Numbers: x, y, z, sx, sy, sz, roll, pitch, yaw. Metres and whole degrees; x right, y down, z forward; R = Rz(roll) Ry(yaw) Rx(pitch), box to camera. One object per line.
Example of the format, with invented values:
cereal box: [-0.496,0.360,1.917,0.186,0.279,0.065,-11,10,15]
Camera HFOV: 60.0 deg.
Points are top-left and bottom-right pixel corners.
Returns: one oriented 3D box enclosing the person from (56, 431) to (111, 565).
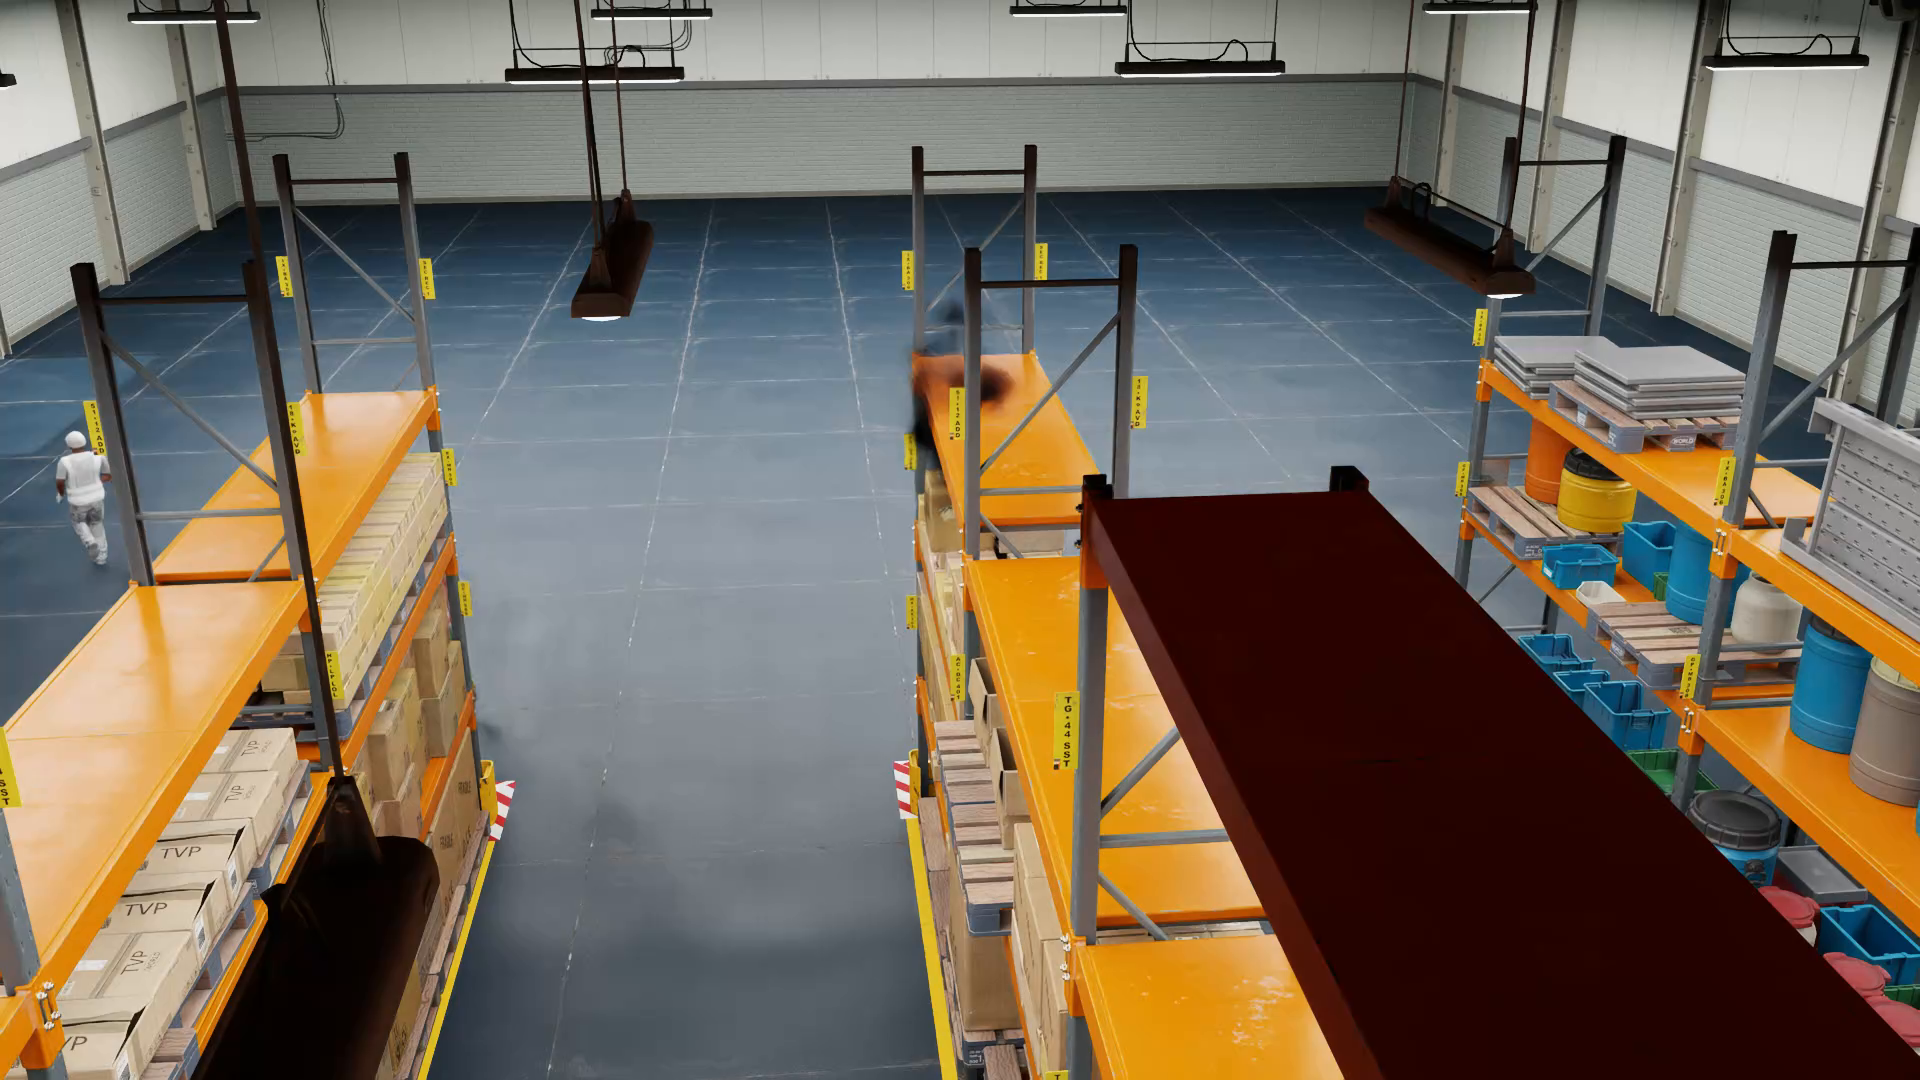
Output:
person: [-10.833,-0.520,20.619,0.685,1.734,0.599,-20,29,-40]

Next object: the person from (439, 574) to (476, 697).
person: [-5.384,0.926,16.932,0.867,1.779,0.663,19,28,39]
